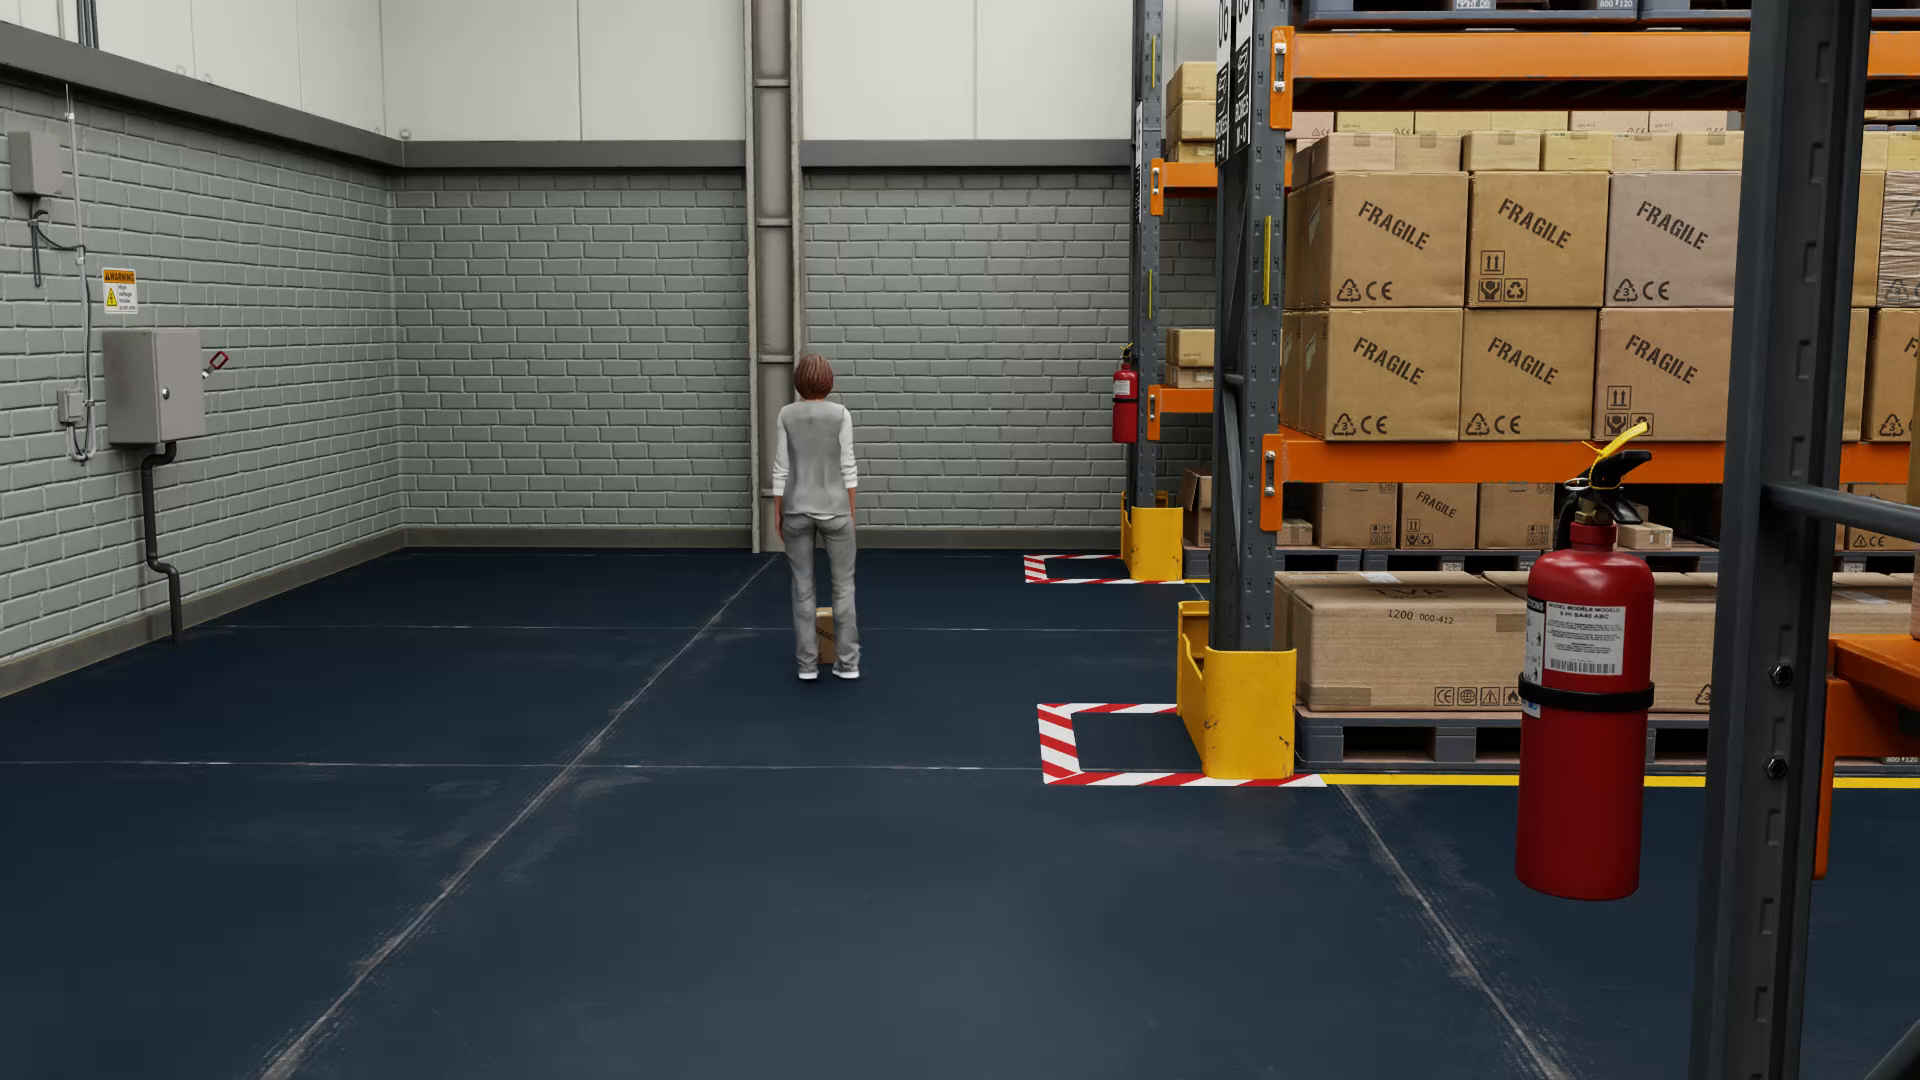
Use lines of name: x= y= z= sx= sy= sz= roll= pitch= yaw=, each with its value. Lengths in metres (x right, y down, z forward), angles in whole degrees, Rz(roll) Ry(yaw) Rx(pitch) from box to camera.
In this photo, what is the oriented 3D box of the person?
person: x=-0.703 y=-0.103 z=8.147 sx=0.425 sy=1.590 sz=0.322 roll=0 pitch=7 yaw=4
